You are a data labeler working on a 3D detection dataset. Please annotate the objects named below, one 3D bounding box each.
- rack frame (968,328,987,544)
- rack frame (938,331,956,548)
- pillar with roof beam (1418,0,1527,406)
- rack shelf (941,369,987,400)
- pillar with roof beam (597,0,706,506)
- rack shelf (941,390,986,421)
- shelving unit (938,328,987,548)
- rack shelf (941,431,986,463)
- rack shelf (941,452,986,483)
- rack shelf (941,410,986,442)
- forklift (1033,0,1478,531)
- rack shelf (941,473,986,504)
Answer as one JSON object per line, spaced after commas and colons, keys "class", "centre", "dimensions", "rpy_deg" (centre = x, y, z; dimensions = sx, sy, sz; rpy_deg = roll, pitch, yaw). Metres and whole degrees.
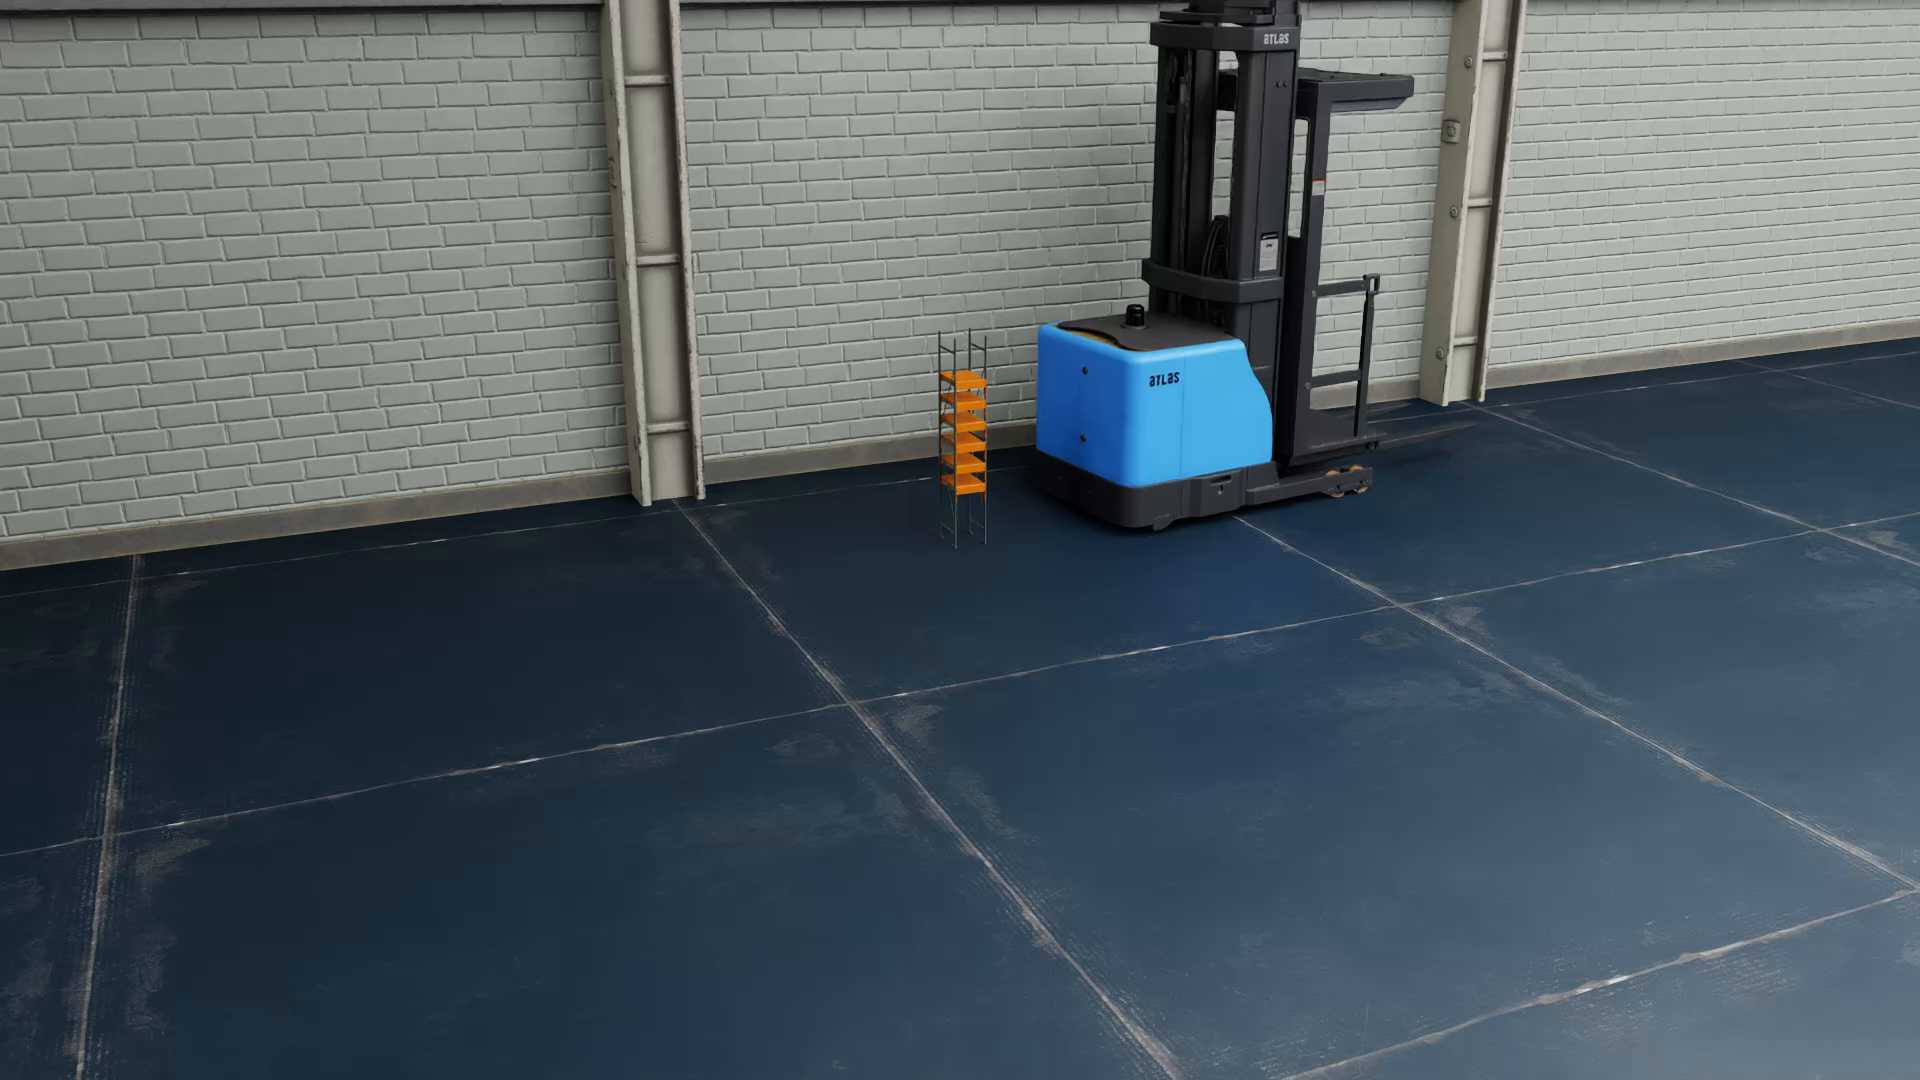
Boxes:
{"class": "rack frame", "centre": [0.097, -0.580, 9.362], "dimensions": [0.006, 1.200, 0.240], "rpy_deg": [-8, 21, -22]}
{"class": "rack frame", "centre": [-0.071, -0.556, 9.294], "dimensions": [0.006, 1.200, 0.240], "rpy_deg": [-8, 21, -22]}
{"class": "pillar with roof beam", "centre": [5.406, -3.999, 7.329], "dimensions": [0.400, 9.000, 9.100], "rpy_deg": [-8, 21, -22]}
{"class": "rack shelf", "centre": [0.013, -0.866, 9.223], "dimensions": [0.180, 0.103, 0.258], "rpy_deg": [-8, 21, -22]}
{"class": "pillar with roof beam", "centre": [-0.103, -3.209, 5.088], "dimensions": [0.400, 9.000, 9.100], "rpy_deg": [-8, 21, -22]}
{"class": "rack shelf", "centre": [0.013, -0.752, 9.263], "dimensions": [0.180, 0.103, 0.258], "rpy_deg": [-8, 21, -22]}
{"class": "shelving unit", "centre": [0.013, -0.568, 9.328], "dimensions": [0.189, 1.200, 0.258], "rpy_deg": [-8, 21, -22]}
{"class": "rack shelf", "centre": [0.013, -0.526, 9.343], "dimensions": [0.180, 0.103, 0.258], "rpy_deg": [-8, 21, -22]}
{"class": "rack shelf", "centre": [0.013, -0.413, 9.383], "dimensions": [0.180, 0.103, 0.258], "rpy_deg": [-8, 21, -22]}
{"class": "rack shelf", "centre": [0.013, -0.639, 9.303], "dimensions": [0.180, 0.103, 0.258], "rpy_deg": [-8, 21, -22]}
{"class": "forklift", "centre": [1.978, -1.780, 10.166], "dimensions": [3.031, 2.935, 1.130], "rpy_deg": [-11, 22, -29]}
{"class": "rack shelf", "centre": [0.013, -0.300, 9.423], "dimensions": [0.180, 0.103, 0.258], "rpy_deg": [-8, 21, -22]}
